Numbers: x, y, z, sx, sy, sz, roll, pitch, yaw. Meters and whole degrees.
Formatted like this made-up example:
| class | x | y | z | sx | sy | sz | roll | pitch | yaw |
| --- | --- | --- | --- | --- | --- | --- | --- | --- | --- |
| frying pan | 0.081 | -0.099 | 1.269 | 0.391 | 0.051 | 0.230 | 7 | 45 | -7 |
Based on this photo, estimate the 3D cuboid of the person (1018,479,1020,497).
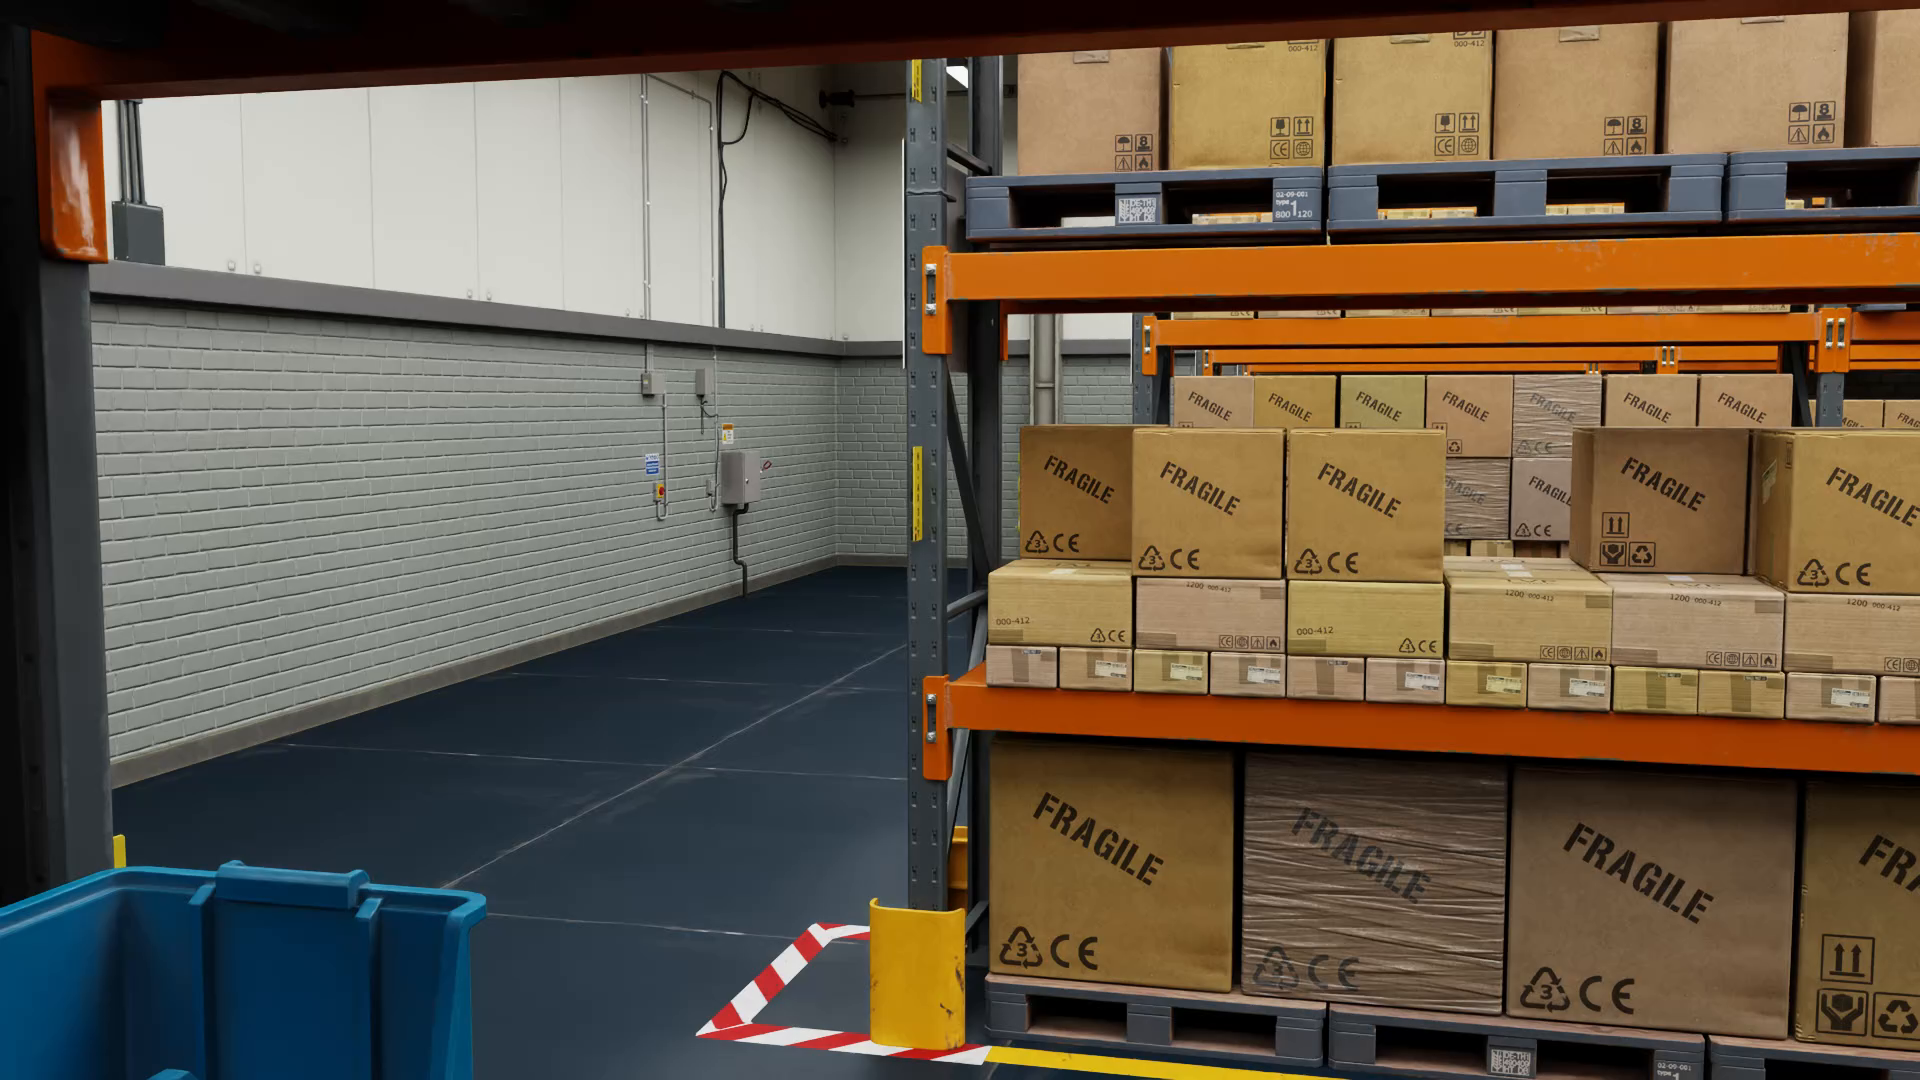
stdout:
| class | x | y | z | sx | sy | sz | roll | pitch | yaw |
| --- | --- | --- | --- | --- | --- | --- | --- | --- | --- |
| person | 0.894 | -0.103 | 17.985 | 0.439 | 1.772 | 0.601 | -2 | 5 | -24 |
